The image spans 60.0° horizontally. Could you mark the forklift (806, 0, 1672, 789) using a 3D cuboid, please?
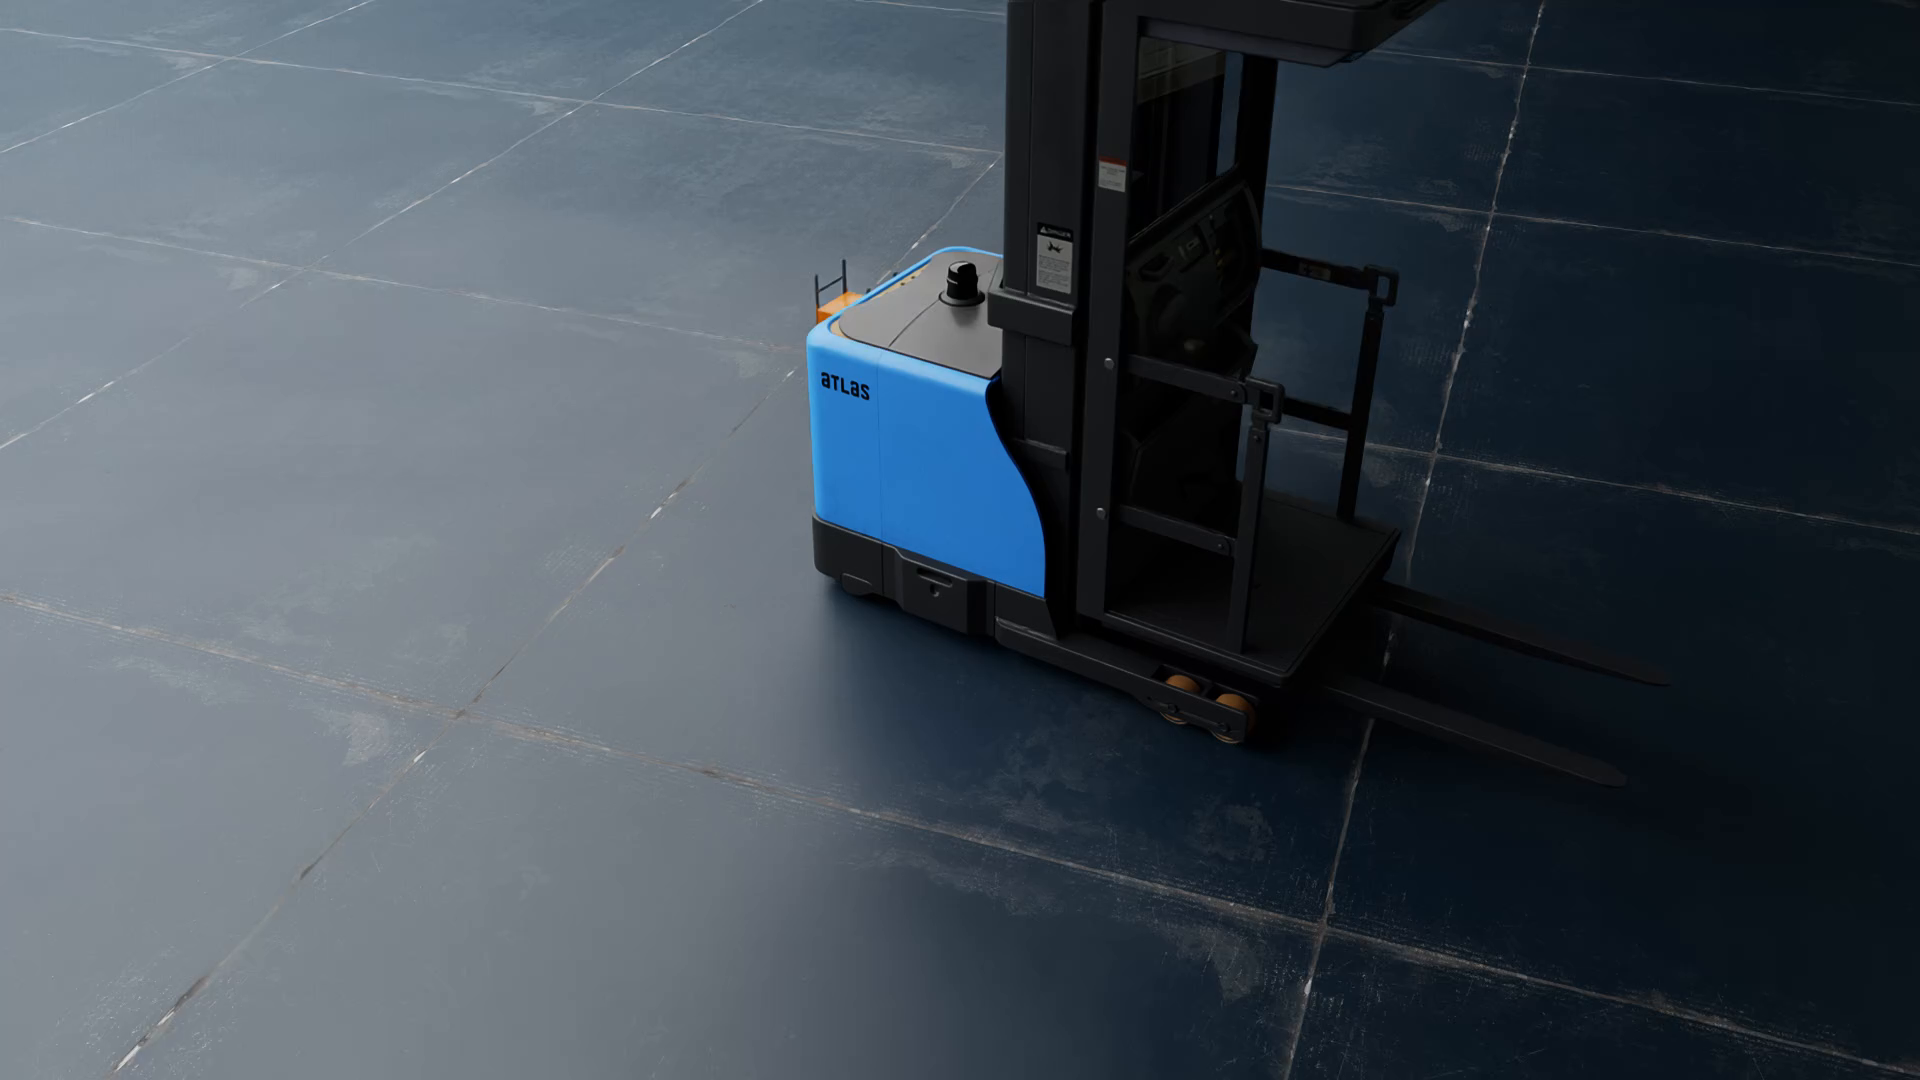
[{"bbox_3d":[0.953,-0.868,5.392,3.031,2.935,1.130,19,37,27],"label":"forklift"}]

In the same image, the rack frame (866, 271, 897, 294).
[{"bbox_3d":[-0.299,-0.549,6.633,0.008,1.050,0.200,19,37,27],"label":"rack frame"}]

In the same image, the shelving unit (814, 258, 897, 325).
[{"bbox_3d":[-0.402,-0.584,6.687,0.252,1.050,0.215,19,37,27],"label":"shelving unit"}]

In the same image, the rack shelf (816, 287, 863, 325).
[{"bbox_3d":[-0.402,-0.814,6.539,0.240,0.259,0.215,19,37,27],"label":"rack shelf"}]

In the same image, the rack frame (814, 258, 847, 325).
[{"bbox_3d":[-0.506,-0.620,6.742,0.008,1.050,0.200,19,37,27],"label":"rack frame"}]
